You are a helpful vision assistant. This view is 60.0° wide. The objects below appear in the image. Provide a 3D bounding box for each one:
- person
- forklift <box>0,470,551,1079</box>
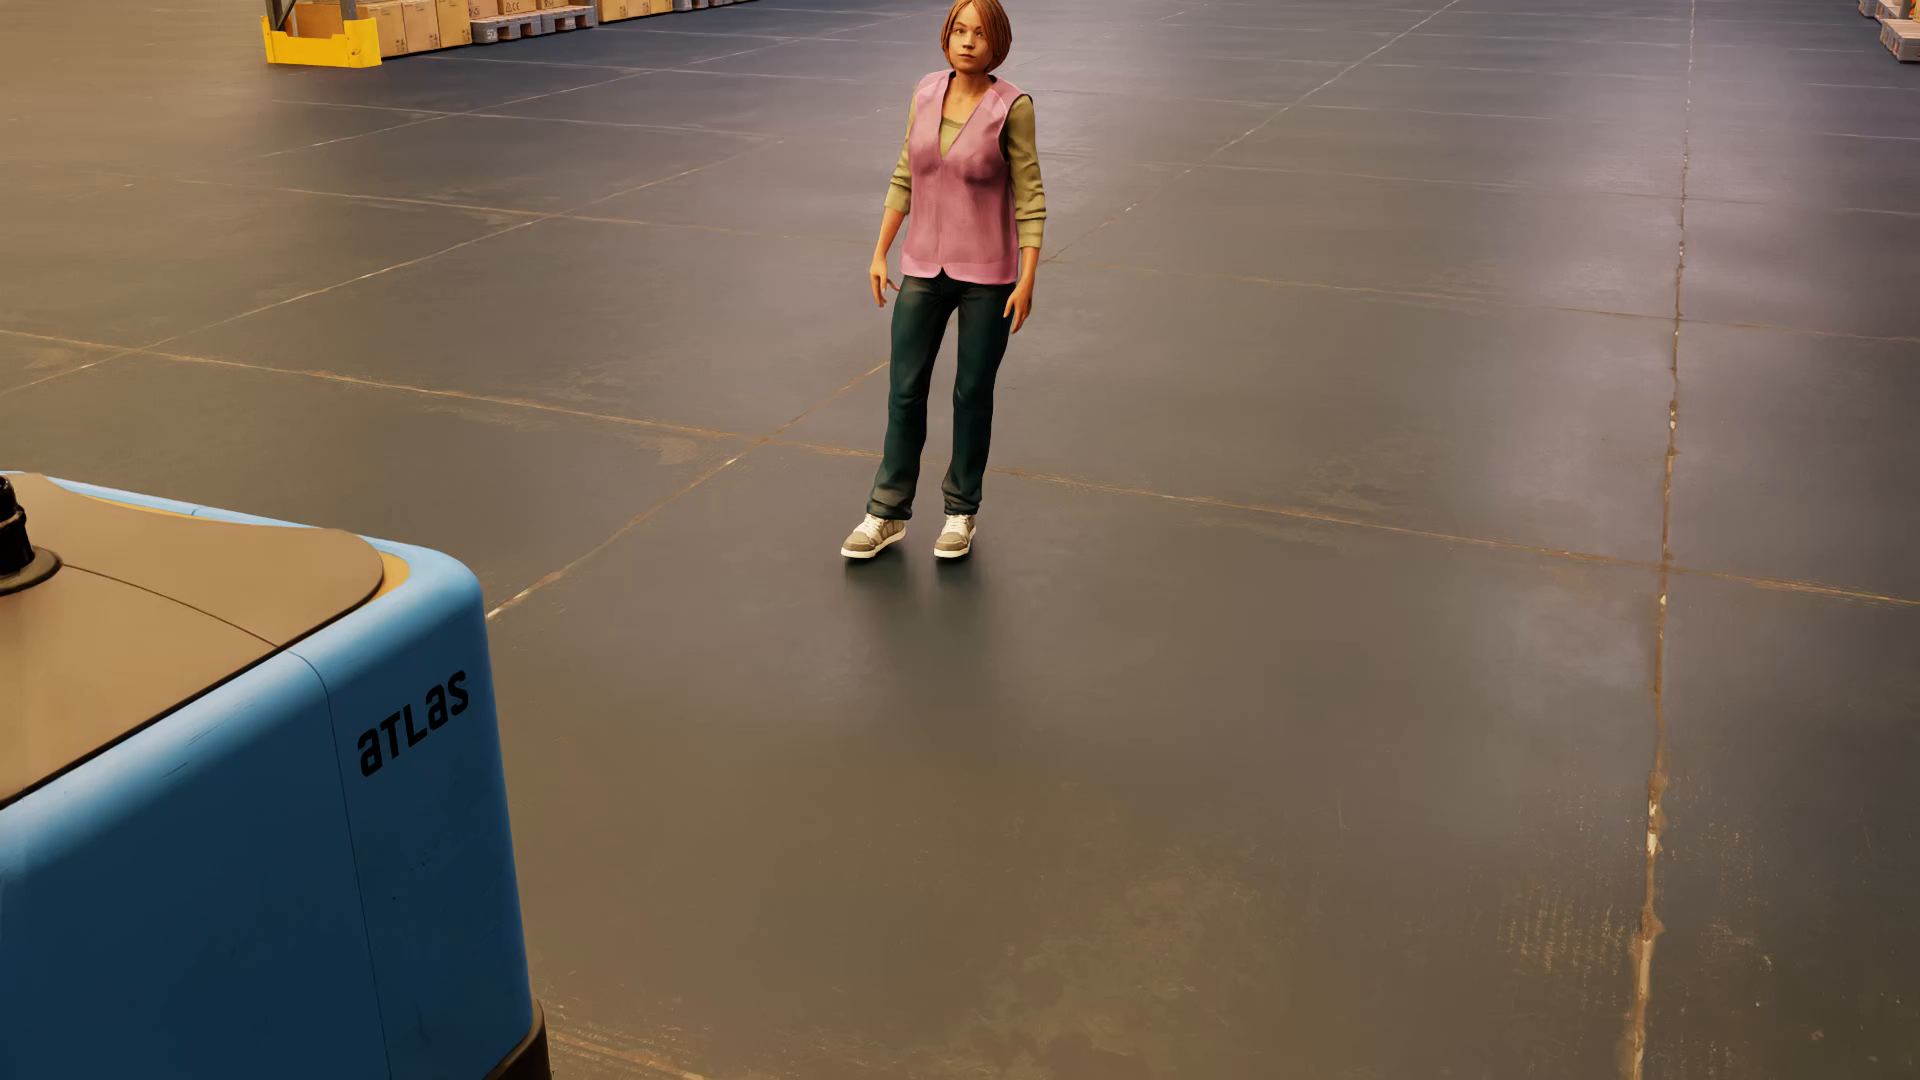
[{"bbox_3d":[-0.041,-0.720,4.724,0.520,1.597,0.476,9,24,21],"label":"person"},{"bbox_3d":[-1.673,0.109,1.031,1.130,2.935,3.031,9,24,21],"label":"forklift"}]
